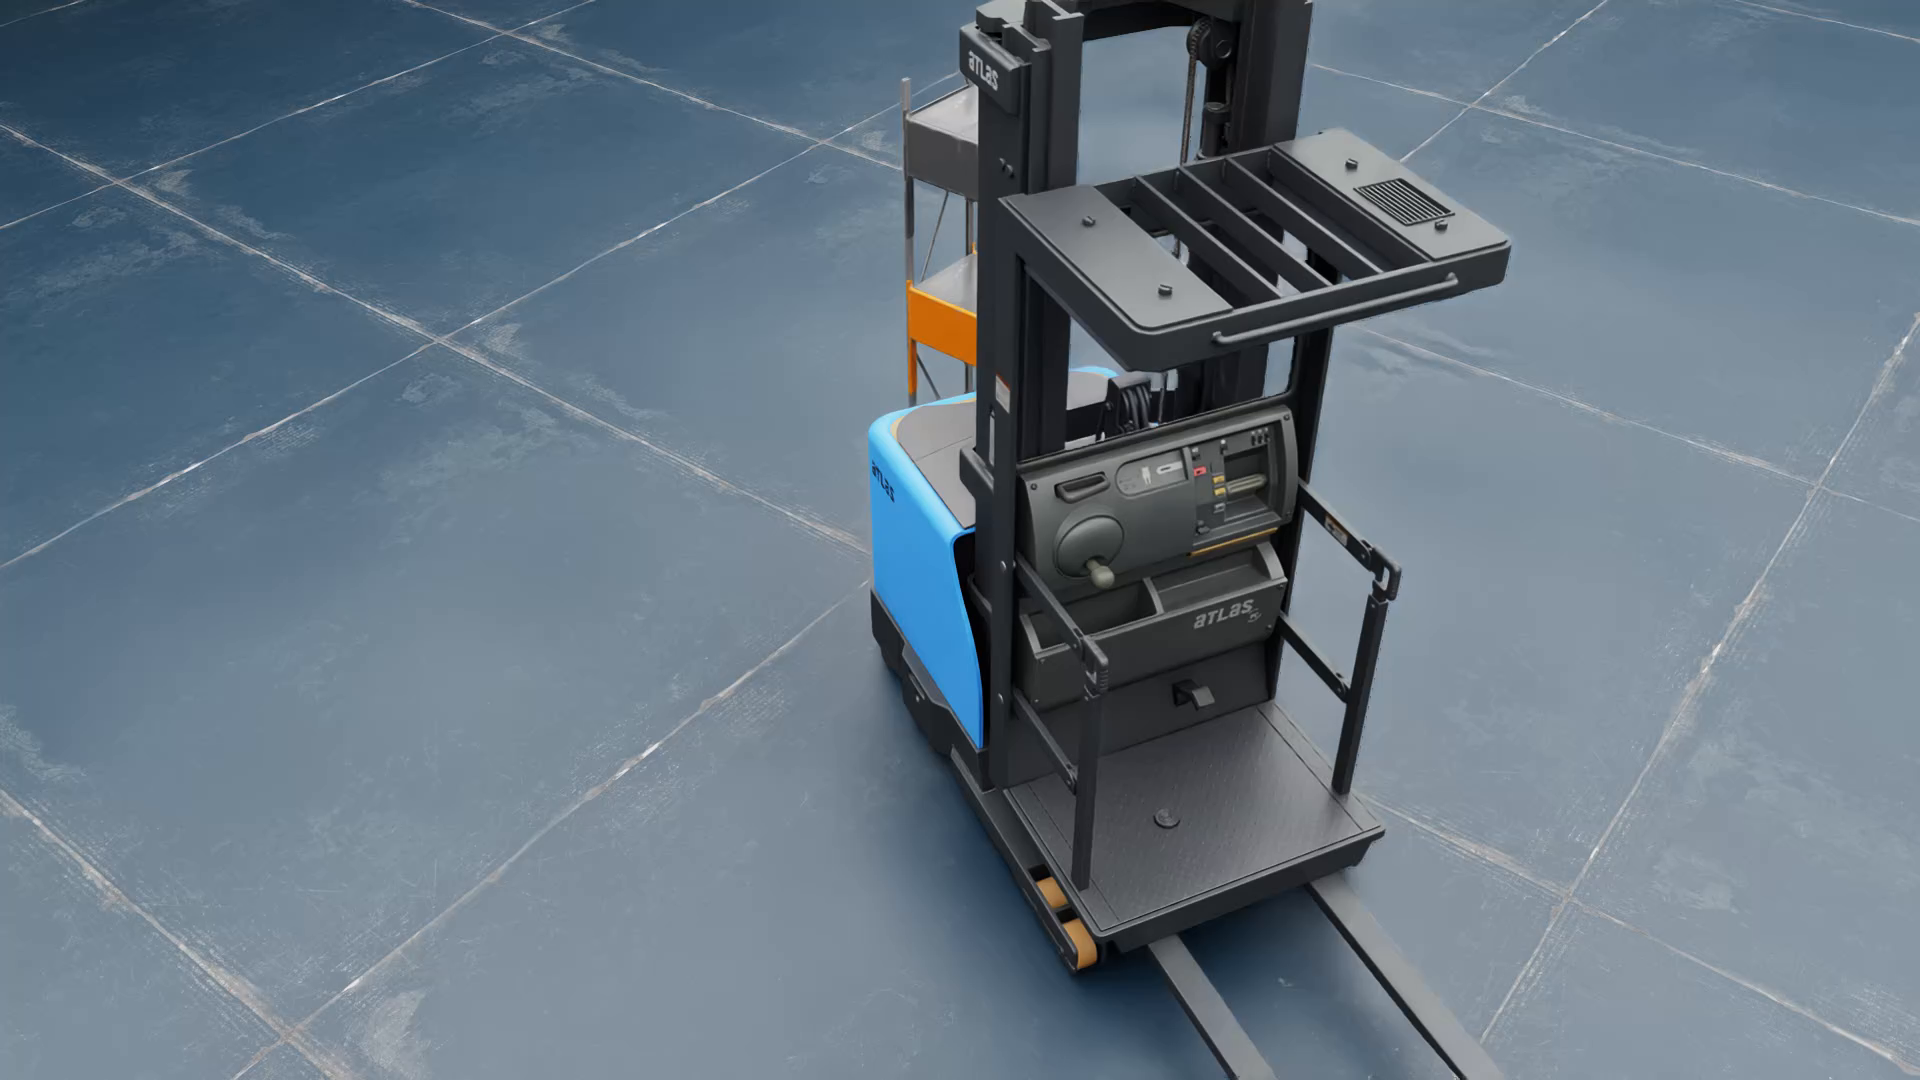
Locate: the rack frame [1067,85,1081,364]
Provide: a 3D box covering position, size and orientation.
[{"bbox_3d":[0.298,-0.717,6.463,0.015,2.100,0.400,27,45,30],"label":"rack frame"}]

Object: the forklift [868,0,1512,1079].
[{"bbox_3d":[0.719,-0.055,4.942,1.130,2.935,3.031,-16,41,-19],"label":"forklift"}]

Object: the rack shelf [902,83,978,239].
[{"bbox_3d":[0.110,-1.354,6.162,0.480,0.518,0.431,27,45,30],"label":"rack shelf"}]

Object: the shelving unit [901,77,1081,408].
[{"bbox_3d":[0.110,-0.813,6.585,0.503,2.100,0.431,27,45,30],"label":"shelving unit"}]

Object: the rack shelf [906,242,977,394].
[{"bbox_3d":[0.110,-0.802,6.594,0.480,0.518,0.431,27,45,30],"label":"rack shelf"}]

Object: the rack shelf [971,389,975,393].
[{"bbox_3d":[0.110,-0.251,7.025,0.480,0.518,0.431,27,45,30],"label":"rack shelf"}]

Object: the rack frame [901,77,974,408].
[{"bbox_3d":[-0.078,-0.909,6.708,0.015,2.100,0.400,27,45,30],"label":"rack frame"}]
